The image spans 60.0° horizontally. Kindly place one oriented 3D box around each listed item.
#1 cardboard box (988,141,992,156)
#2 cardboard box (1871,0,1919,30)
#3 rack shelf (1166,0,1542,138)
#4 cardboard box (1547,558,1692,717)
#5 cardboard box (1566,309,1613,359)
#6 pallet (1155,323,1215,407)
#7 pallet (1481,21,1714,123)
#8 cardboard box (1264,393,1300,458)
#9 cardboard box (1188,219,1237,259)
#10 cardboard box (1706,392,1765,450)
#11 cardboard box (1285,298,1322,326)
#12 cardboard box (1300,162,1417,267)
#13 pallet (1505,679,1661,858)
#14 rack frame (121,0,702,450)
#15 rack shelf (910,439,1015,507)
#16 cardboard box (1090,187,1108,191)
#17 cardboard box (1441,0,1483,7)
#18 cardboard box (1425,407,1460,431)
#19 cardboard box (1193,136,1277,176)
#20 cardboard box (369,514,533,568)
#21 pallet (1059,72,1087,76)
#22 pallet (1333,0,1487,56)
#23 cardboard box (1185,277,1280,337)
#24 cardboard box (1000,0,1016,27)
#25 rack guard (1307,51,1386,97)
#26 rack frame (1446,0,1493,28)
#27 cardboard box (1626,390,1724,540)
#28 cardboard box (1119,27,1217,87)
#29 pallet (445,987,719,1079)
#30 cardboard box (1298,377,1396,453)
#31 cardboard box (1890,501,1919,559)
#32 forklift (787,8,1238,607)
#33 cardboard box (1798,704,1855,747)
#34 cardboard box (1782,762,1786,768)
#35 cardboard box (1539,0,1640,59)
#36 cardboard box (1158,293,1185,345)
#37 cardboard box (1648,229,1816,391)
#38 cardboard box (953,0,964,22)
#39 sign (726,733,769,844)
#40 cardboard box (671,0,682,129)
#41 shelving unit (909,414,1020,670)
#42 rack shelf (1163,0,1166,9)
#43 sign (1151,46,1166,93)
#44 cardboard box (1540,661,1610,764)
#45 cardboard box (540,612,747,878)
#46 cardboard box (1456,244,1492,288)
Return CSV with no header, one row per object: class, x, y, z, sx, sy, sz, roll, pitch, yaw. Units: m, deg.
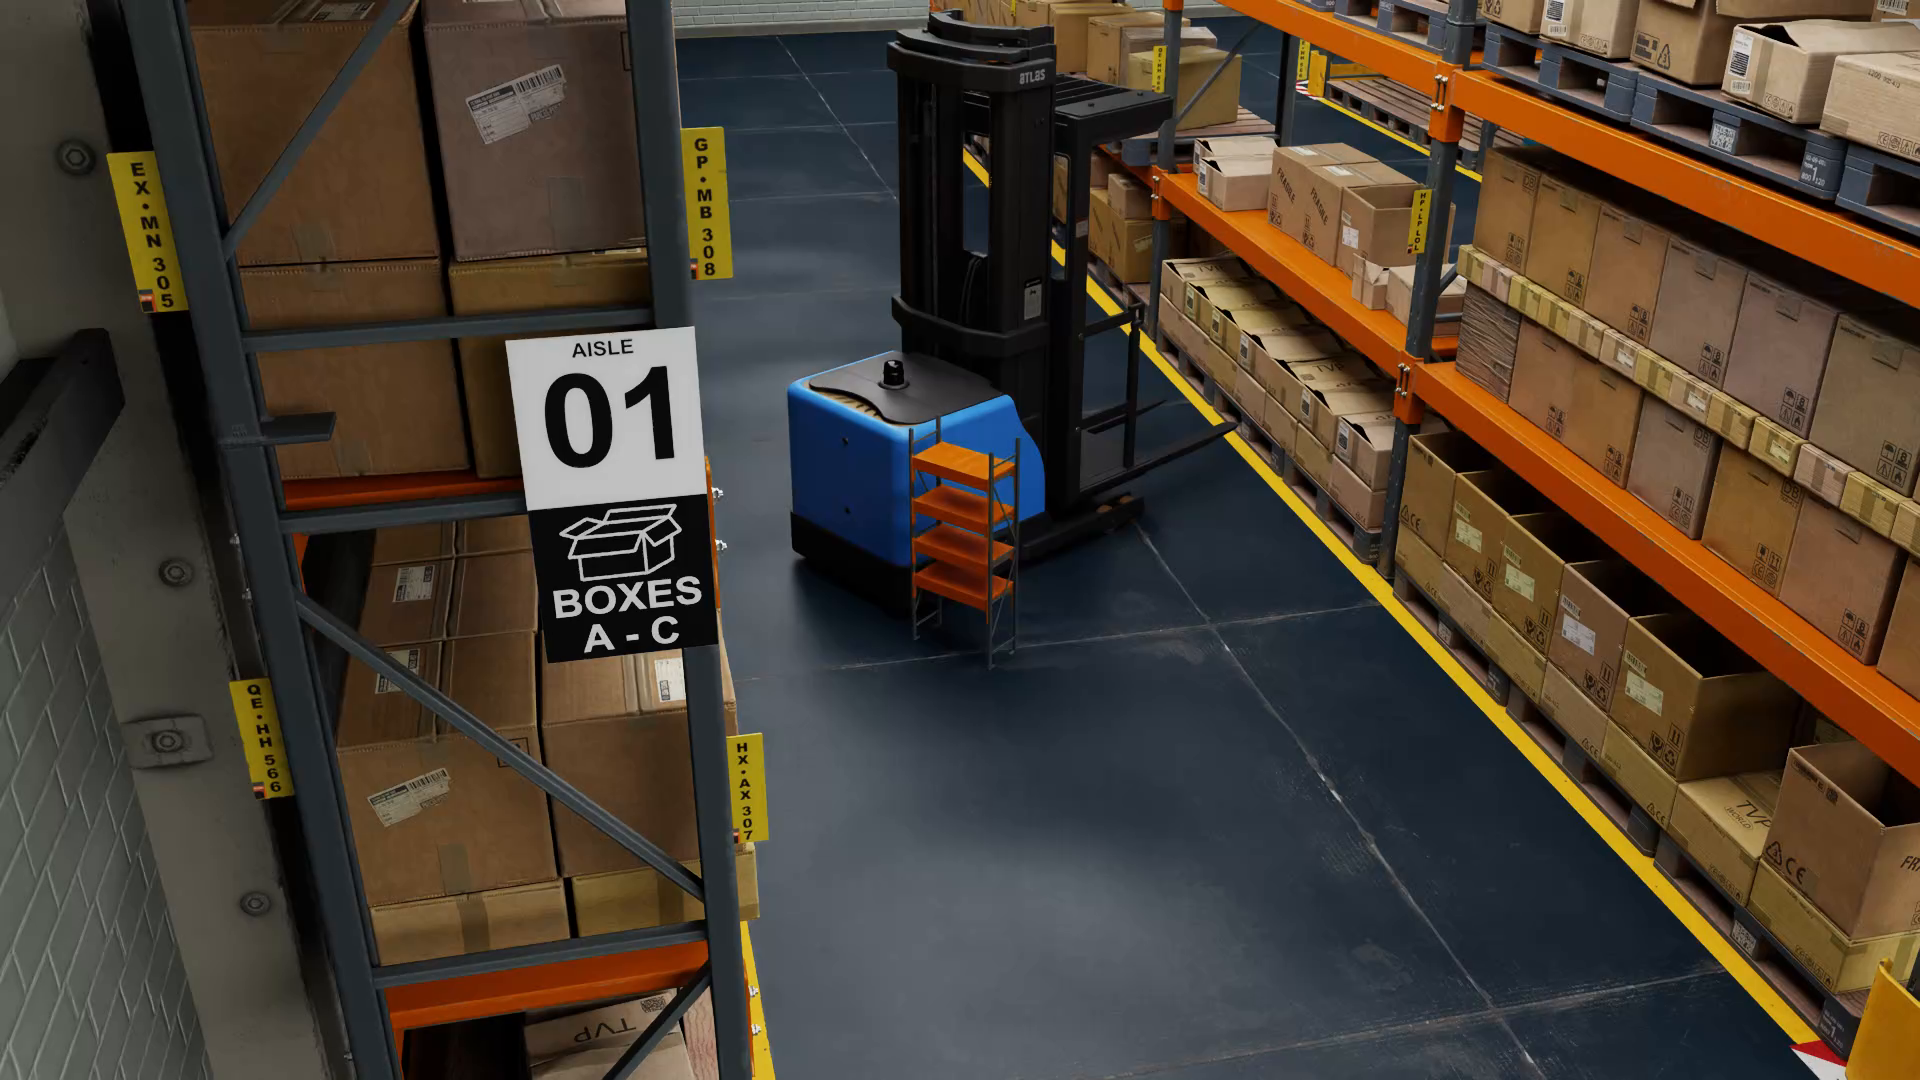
cardboard box,0.503,-4.003,17.027,0.380,0.149,0.250,-6,27,-12
cardboard box,3.647,-1.822,5.969,0.500,0.500,0.500,-6,27,-12
rack shelf,2.403,-3.083,9.999,1.077,0.370,4.000,-6,27,-12
cardboard box,2.993,0.412,7.359,0.500,0.500,0.500,-6,27,-12
cardboard box,2.957,-0.935,7.444,0.380,0.149,0.250,-7,28,-13
pallet,2.100,-1.333,12.157,1.003,0.211,1.213,-6,27,-12
pallet,3.071,-2.115,7.381,1.003,0.211,1.213,-6,27,-12
cardboard box,2.250,-0.747,10.486,0.500,0.250,0.500,-5,27,-10
cardboard box,2.128,-2.253,13.170,0.500,0.500,0.500,-5,27,-9
cardboard box,3.190,-0.482,6.545,0.380,0.149,0.250,-5,27,-10
cardboard box,2.544,-1.499,11.355,0.500,0.311,0.500,-6,27,-12
cardboard box,2.465,-2.022,10.316,0.500,0.500,0.500,-6,27,-12
pallet,3.270,0.948,7.638,1.003,0.211,1.213,-6,27,-12
rack frame,-1.071,-1.605,2.943,1.000,3.000,0.127,-6,27,-12
rack shelf,0.020,-0.336,8.212,0.480,0.148,0.258,19,32,32
cardboard box,1.272,-2.867,14.388,0.500,0.500,0.500,-7,28,-14
cardboard box,2.724,-2.918,8.574,0.500,0.250,0.500,-3,27,-6
cardboard box,3.003,-0.604,9.581,0.500,0.311,0.500,-6,27,-11
cardboard box,1.991,-2.739,11.947,0.500,0.311,0.500,-4,27,-8
cardboard box,-1.608,0.163,5.411,0.500,0.500,0.500,-7,28,-13
pallet,1.124,-4.252,15.058,1.003,0.211,1.213,-6,27,-12
pallet,2.642,-2.827,8.905,0.805,0.209,1.217,-7,28,-14
cardboard box,1.910,-1.664,11.681,0.500,0.311,0.500,-7,28,-13
cardboard box,0.688,-4.937,16.092,0.500,0.500,0.500,-6,27,-11
rack guard,4.958,-5.850,20.785,1.175,0.500,0.348,-6,27,-12
rack frame,2.853,-3.865,7.422,1.000,3.000,0.127,-6,27,-12
cardboard box,3.311,-0.361,7.026,0.700,0.500,0.500,-5,27,-10
cardboard box,1.680,-3.861,13.494,0.700,0.500,0.500,-1,27,-2
pallet,-1.236,1.925,5.703,1.003,0.211,1.213,-6,27,-12
cardboard box,2.359,-0.774,9.918,0.500,0.311,0.500,-5,27,-10
cardboard box,3.423,-0.029,5.647,0.380,0.149,0.250,-5,27,-10
forklift,0.462,-1.501,9.472,3.031,2.935,1.130,-23,35,-37
cardboard box,3.736,0.797,6.596,0.500,0.500,0.500,-6,27,-12
cardboard box,3.622,0.912,7.199,0.500,0.250,0.500,-6,27,-12
cardboard box,2.832,-2.252,7.031,0.500,0.311,0.500,-7,28,-14
cardboard box,1.784,-1.644,12.263,0.500,0.250,0.500,-6,27,-12
cardboard box,3.299,-0.956,6.764,0.700,0.500,0.500,-6,27,-12
cardboard box,0.224,-5.832,17.864,0.500,0.500,0.500,-6,27,-12
sign,-0.542,0.632,4.209,0.100,0.325,0.005,-6,27,-12
cardboard box,-0.985,-1.185,4.197,0.500,0.500,0.500,-6,27,-12
shelving unit,0.020,0.015,8.389,0.503,1.200,0.258,19,32,32
rack shelf,1.501,-4.839,13.478,1.077,0.370,4.000,-6,27,-12
sign,1.425,-3.366,11.892,0.100,0.325,0.005,-6,27,-12
cardboard box,2.996,0.746,7.528,0.500,0.250,0.500,-6,27,-12
cardboard box,-0.885,0.557,4.630,0.500,0.500,0.500,-6,27,-12
cardboard box,2.725,-1.384,8.332,0.380,0.149,0.250,-6,27,-12
